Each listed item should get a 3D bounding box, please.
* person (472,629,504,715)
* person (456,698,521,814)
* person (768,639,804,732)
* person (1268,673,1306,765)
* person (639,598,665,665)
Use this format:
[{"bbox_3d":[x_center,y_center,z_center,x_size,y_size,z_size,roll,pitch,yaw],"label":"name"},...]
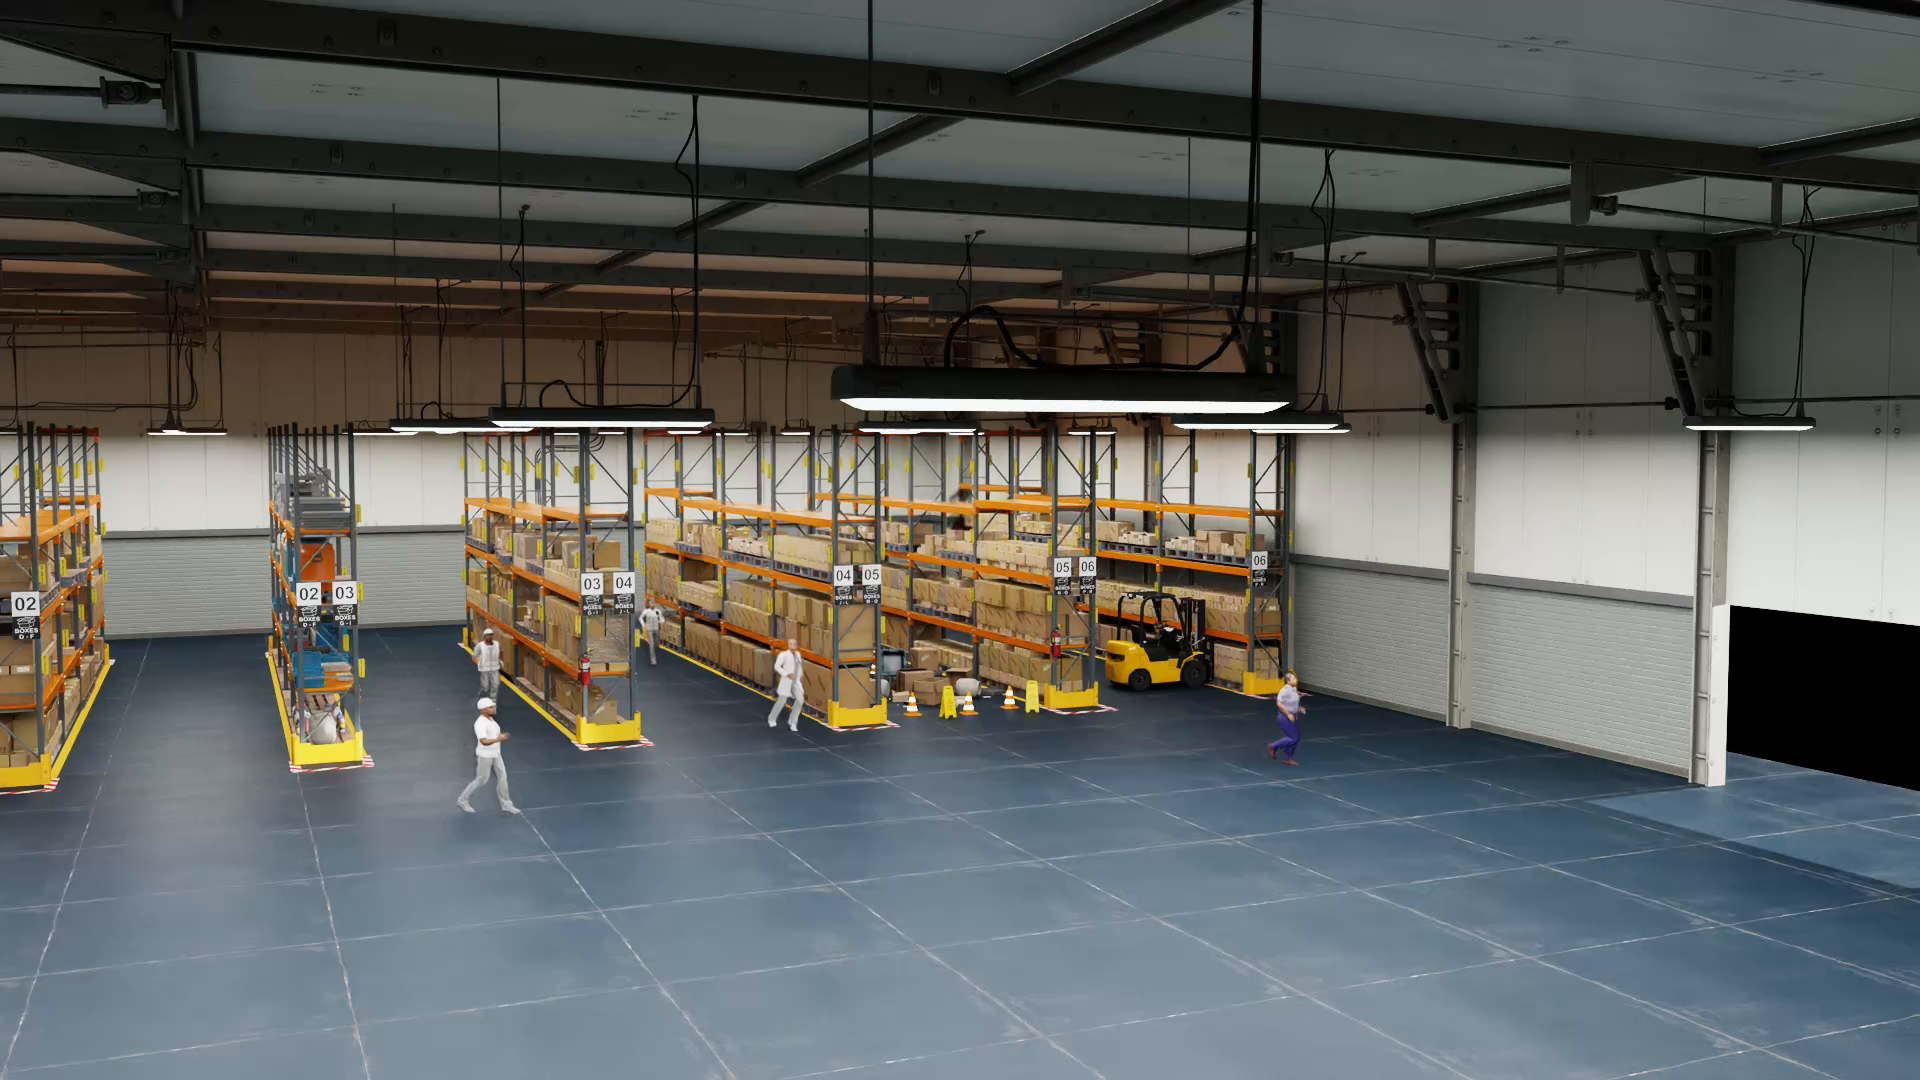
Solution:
[{"bbox_3d":[-9.828,2.726,34.720,0.682,1.766,0.856,-2,4,-29],"label":"person"},{"bbox_3d":[-7.142,3.273,25.165,0.944,1.776,0.691,0,3,2],"label":"person"},{"bbox_3d":[-3.357,2.853,32.829,0.768,1.805,0.779,-3,5,-42],"label":"person"},{"bbox_3d":[5.758,3.143,29.249,0.596,1.620,0.600,2,4,26],"label":"person"},{"bbox_3d":[-7.816,2.296,42.254,0.624,1.669,0.875,-1,4,-22],"label":"person"}]
